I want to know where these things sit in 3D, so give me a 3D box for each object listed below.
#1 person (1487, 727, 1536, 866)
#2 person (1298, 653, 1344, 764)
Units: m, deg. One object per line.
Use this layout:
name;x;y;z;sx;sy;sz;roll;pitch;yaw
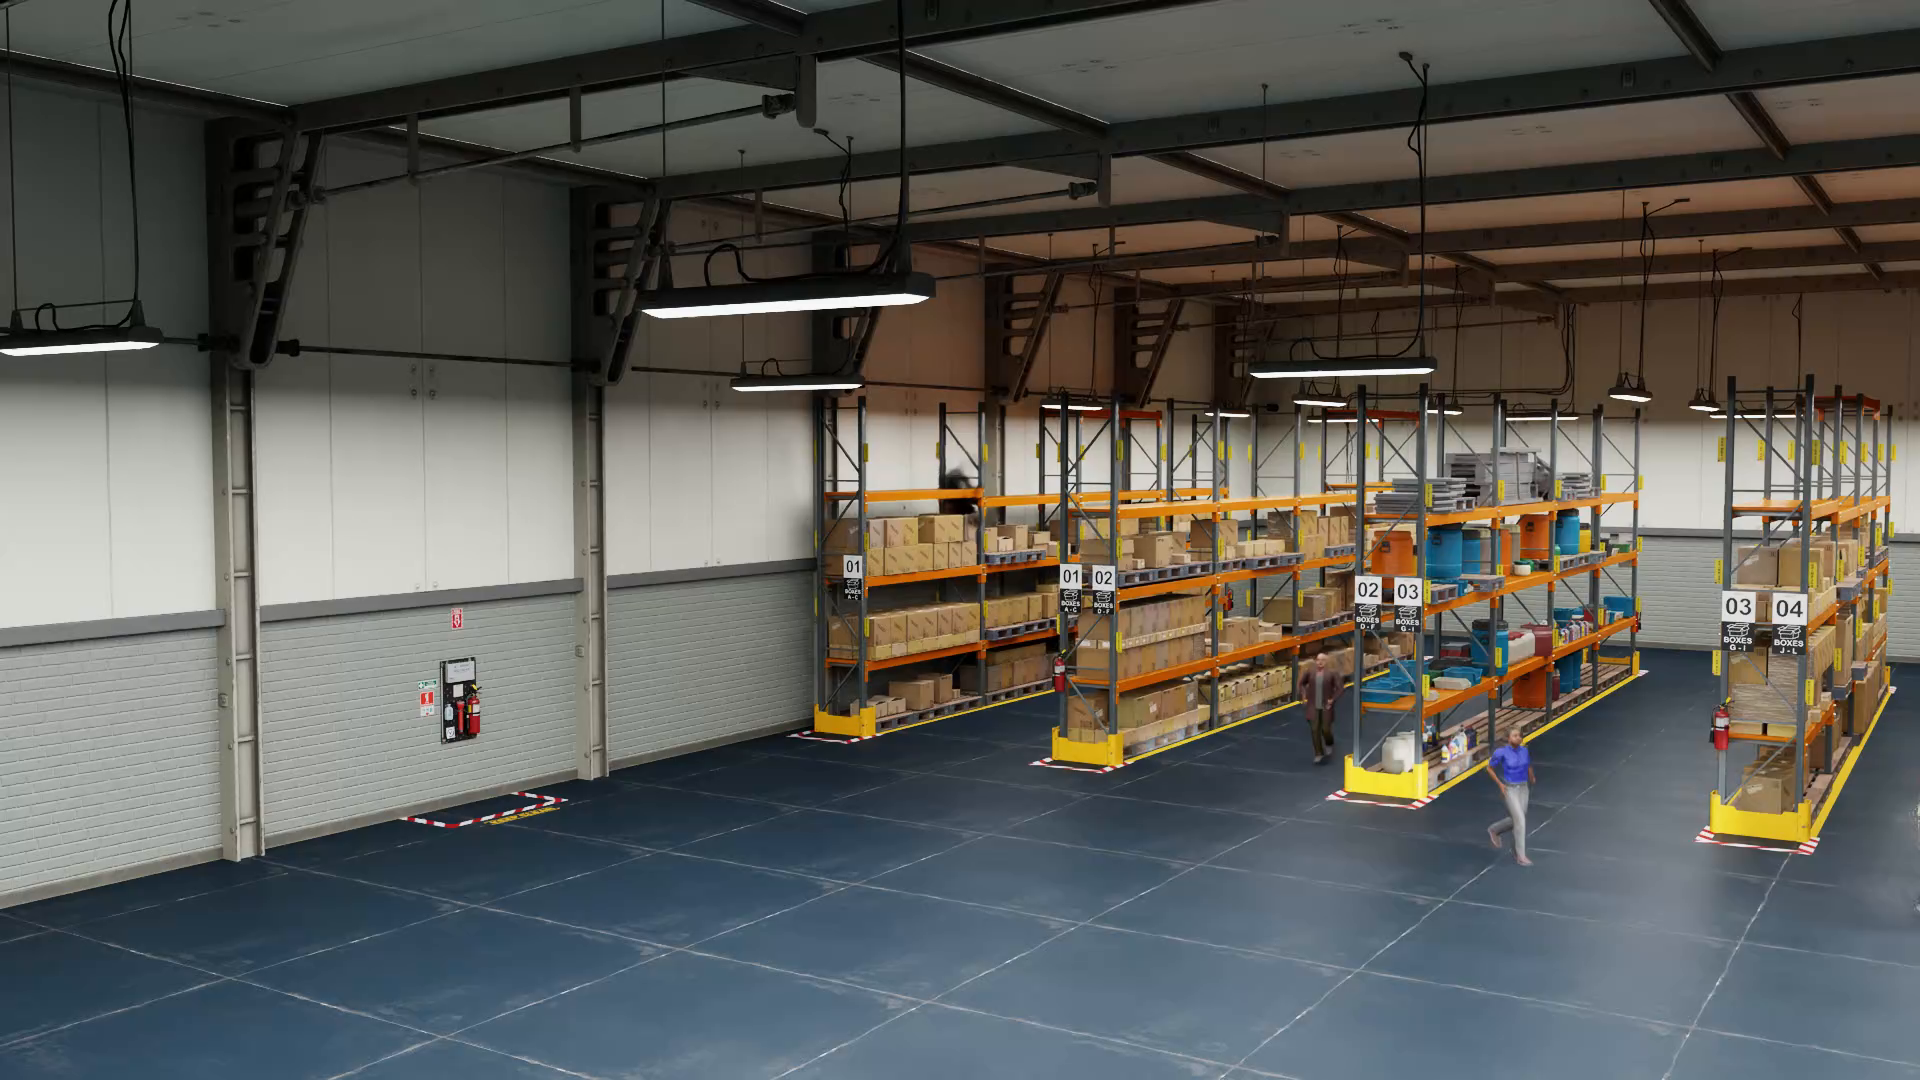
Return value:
person;6.795;3.116;20.480;0.574;1.658;0.792;-1;3;-21
person;5.852;2.712;27.011;0.739;1.757;0.732;1;3;22
